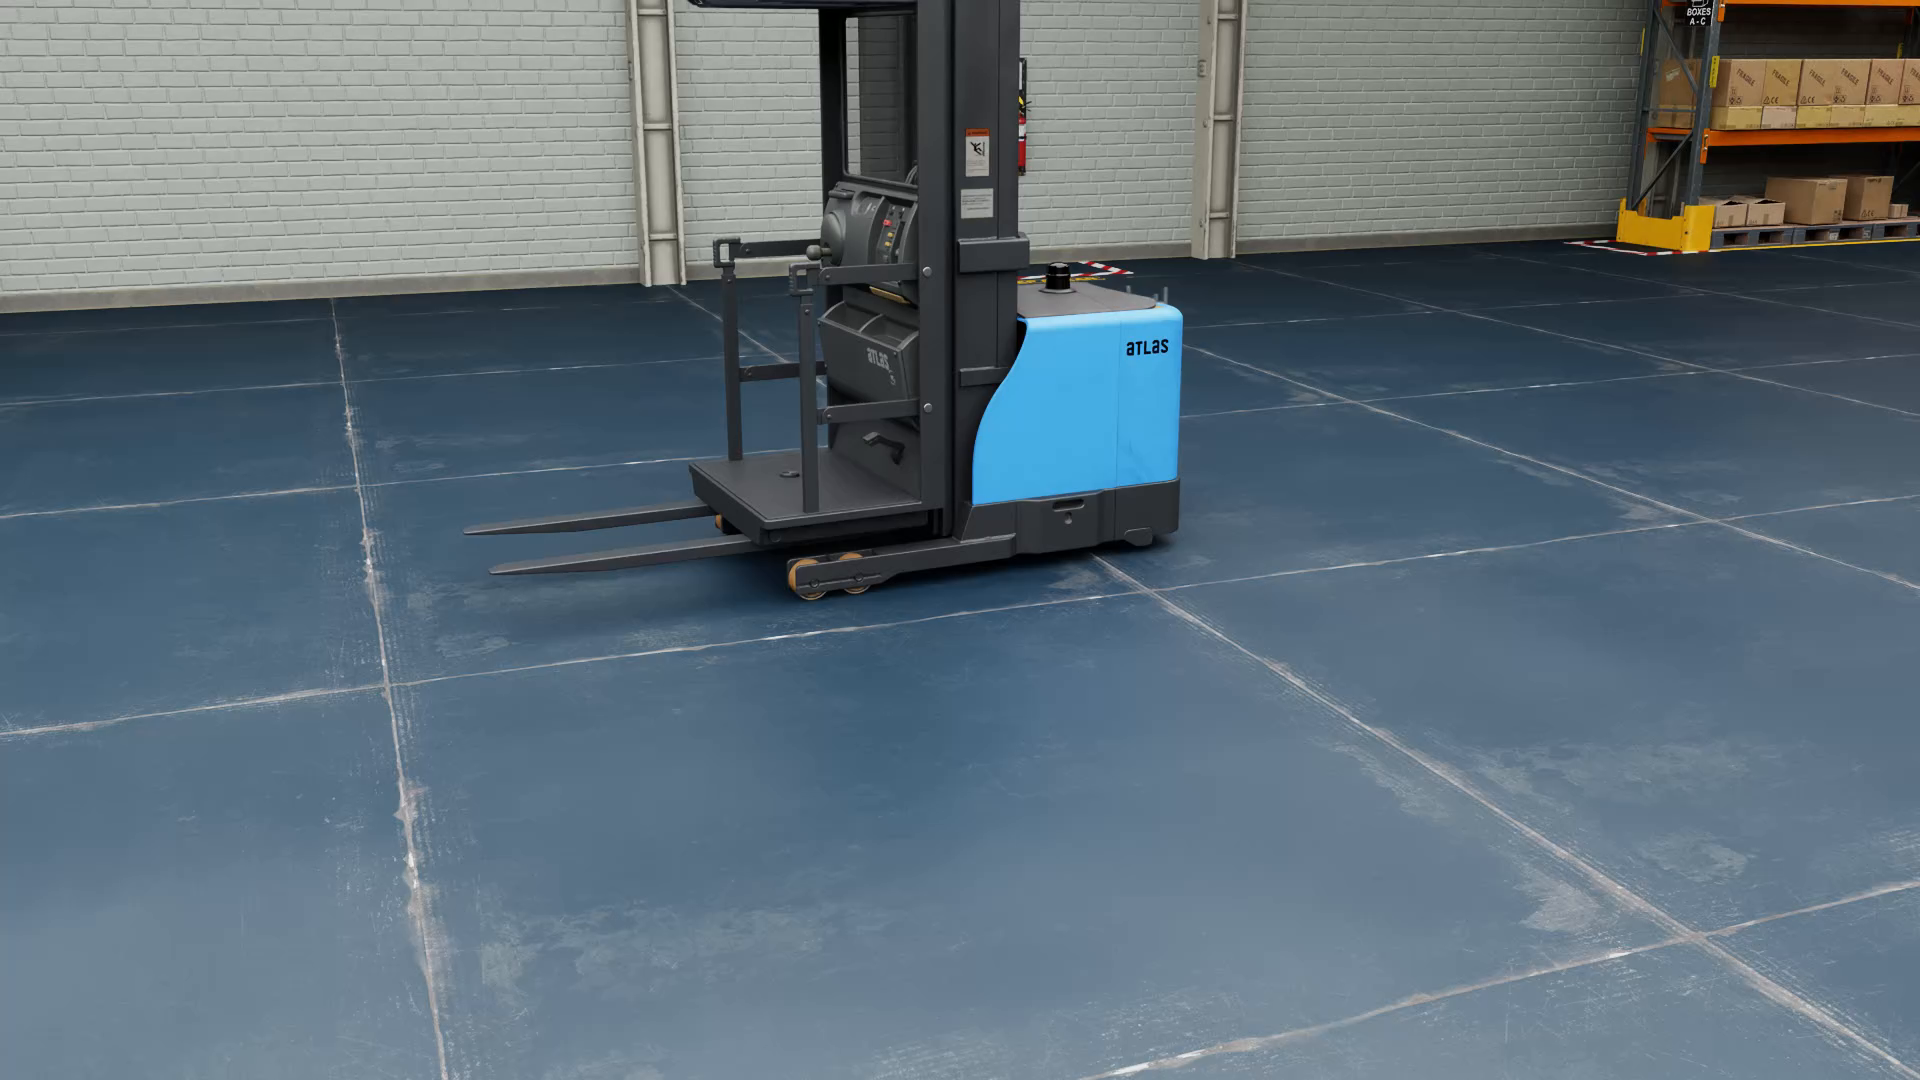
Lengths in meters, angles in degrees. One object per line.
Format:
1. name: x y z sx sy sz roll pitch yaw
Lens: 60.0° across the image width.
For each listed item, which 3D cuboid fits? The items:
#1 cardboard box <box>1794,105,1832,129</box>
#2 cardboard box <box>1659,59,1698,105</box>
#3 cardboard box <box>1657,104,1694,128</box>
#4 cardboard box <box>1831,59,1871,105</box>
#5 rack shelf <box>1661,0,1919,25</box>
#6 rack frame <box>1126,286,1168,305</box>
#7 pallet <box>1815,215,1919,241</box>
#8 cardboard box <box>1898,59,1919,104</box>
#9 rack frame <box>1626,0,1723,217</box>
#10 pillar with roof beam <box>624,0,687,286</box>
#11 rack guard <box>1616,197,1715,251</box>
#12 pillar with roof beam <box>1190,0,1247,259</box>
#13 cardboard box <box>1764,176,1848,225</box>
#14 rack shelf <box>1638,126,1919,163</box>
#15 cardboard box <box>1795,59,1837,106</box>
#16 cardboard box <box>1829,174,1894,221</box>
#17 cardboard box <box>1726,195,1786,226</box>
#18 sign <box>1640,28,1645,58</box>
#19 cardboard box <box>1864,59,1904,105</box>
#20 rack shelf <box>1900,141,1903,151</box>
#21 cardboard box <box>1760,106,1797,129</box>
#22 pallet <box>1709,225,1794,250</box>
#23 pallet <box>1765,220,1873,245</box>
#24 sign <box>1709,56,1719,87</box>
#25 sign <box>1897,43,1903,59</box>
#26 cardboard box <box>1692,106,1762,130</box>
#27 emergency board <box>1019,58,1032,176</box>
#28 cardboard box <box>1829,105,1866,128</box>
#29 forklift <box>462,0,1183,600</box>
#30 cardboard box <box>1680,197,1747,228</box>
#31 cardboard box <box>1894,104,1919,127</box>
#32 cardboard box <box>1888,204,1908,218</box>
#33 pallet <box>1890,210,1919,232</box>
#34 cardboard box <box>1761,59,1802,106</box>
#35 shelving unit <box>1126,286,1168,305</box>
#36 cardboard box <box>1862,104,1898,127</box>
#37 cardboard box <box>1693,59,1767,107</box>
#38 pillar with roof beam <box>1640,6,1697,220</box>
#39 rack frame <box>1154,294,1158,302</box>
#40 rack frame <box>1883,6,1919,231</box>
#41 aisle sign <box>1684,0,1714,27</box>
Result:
1. cardboard box: 9.530 -4.830 18.952 0.500 0.250 0.500 -6 18 -21
2. cardboard box: 8.367 -5.221 18.955 0.500 0.500 0.500 -6 18 -21
3. cardboard box: 8.370 -4.856 19.042 0.500 0.250 0.500 -6 17 -19
4. cardboard box: 9.984 -5.240 19.017 0.500 0.500 0.500 -6 17 -18
5. rack shelf: 9.871 -6.116 19.055 4.000 0.370 1.077 -6 17 -20
6. rack frame: 0.905 -0.720 8.188 0.200 1.050 0.008 5 17 17
7. pallet: 11.124 -3.809 20.194 1.213 0.211 1.003 -6 17 -20
8. cardboard box: 10.944 -5.340 19.360 0.500 0.500 0.500 -6 17 -20
9. rack frame: 8.003 -4.820 18.690 0.127 3.000 1.000 -6 17 -20
10. pillar with roof beam: -1.318 -5.655 10.883 0.400 9.000 9.100 -6 17 -20
11. rack guard: 8.074 -3.629 19.068 0.348 0.500 1.175 -6 17 -20
12. pillar with roof beam: 4.285 -6.259 12.943 0.400 9.000 9.100 -6 17 -20
13. cardboard box: 9.917 -3.997 19.540 0.500 0.500 0.700 -7 18 -24
14. rack shelf: 9.871 -4.677 19.478 4.000 0.370 1.077 -6 17 -20
15. cardboard box: 9.506 -5.185 18.830 0.500 0.500 0.500 -7 18 -22
16. cardboard box: 10.784 -4.120 19.961 0.500 0.500 0.500 -8 18 -24
17. cardboard box: 9.214 -3.845 19.359 0.500 0.311 0.500 -5 17 -15
18. sign: 7.823 -5.676 18.986 0.005 0.325 0.100 -6 17 -20
19. cardboard box: 10.470 -5.292 19.197 0.500 0.500 0.500 -7 18 -22
20. rack shelf: 13.606 -5.080 20.851 4.000 0.370 1.077 -6 17 -20
21. cardboard box: 9.052 -4.780 18.782 0.500 0.250 0.500 -7 18 -22
22. pallet: 8.846 -3.563 19.356 1.213 0.211 1.003 -6 17 -20
23. pallet: 9.983 -3.685 19.771 1.213 0.211 1.003 -6 17 -20
24. sign: 8.198 -5.093 18.082 0.005 0.325 0.100 -6 17 -20
25. sign: 11.537 -5.925 20.396 0.005 0.325 0.100 -6 17 -20
26. cardboard box: 8.573 -4.724 18.591 0.500 0.250 0.500 -7 18 -22
27. emergency board: 0.423 -4.275 16.831 0.643 1.169 0.194 -6 17 -20
28. cardboard box: 10.003 -4.880 19.123 0.500 0.250 0.500 -6 17 -20
29. forklift: -0.571 -1.331 6.928 3.031 2.935 1.130 -8 18 -24
30. cardboard box: 8.682 -3.788 19.164 0.500 0.311 0.500 -8 18 -26
31. cardboard box: 10.936 -4.986 19.484 0.500 0.250 0.500 -6 17 -20
32. cardboard box: 11.250 -4.014 20.190 0.250 0.166 0.380 -9 18 -27
33. pallet: 12.465 -3.965 20.725 1.213 0.211 1.003 -6 17 -20
34. cardboard box: 9.022 -5.134 18.658 0.500 0.500 0.500 -6 17 -20
35. shelving unit: 0.868 -0.687 8.076 0.215 1.050 0.252 5 17 17
36. cardboard box: 10.472 -4.931 19.297 0.500 0.250 0.500 -6 17 -20
37. cardboard box: 8.557 -5.087 18.497 0.500 0.500 0.500 -6 17 -20
38. pillar with roof beam: 9.888 -6.864 15.003 0.400 9.000 9.100 -6 17 -20
39. rack frame: 0.831 -0.655 7.964 0.200 1.050 0.008 5 17 17
40. rack frame: 11.738 -5.224 20.063 0.127 3.000 1.000 -6 17 -20
41. aisle sign: 8.043 -5.982 18.030 0.004 0.787 0.394 -6 17 -20
